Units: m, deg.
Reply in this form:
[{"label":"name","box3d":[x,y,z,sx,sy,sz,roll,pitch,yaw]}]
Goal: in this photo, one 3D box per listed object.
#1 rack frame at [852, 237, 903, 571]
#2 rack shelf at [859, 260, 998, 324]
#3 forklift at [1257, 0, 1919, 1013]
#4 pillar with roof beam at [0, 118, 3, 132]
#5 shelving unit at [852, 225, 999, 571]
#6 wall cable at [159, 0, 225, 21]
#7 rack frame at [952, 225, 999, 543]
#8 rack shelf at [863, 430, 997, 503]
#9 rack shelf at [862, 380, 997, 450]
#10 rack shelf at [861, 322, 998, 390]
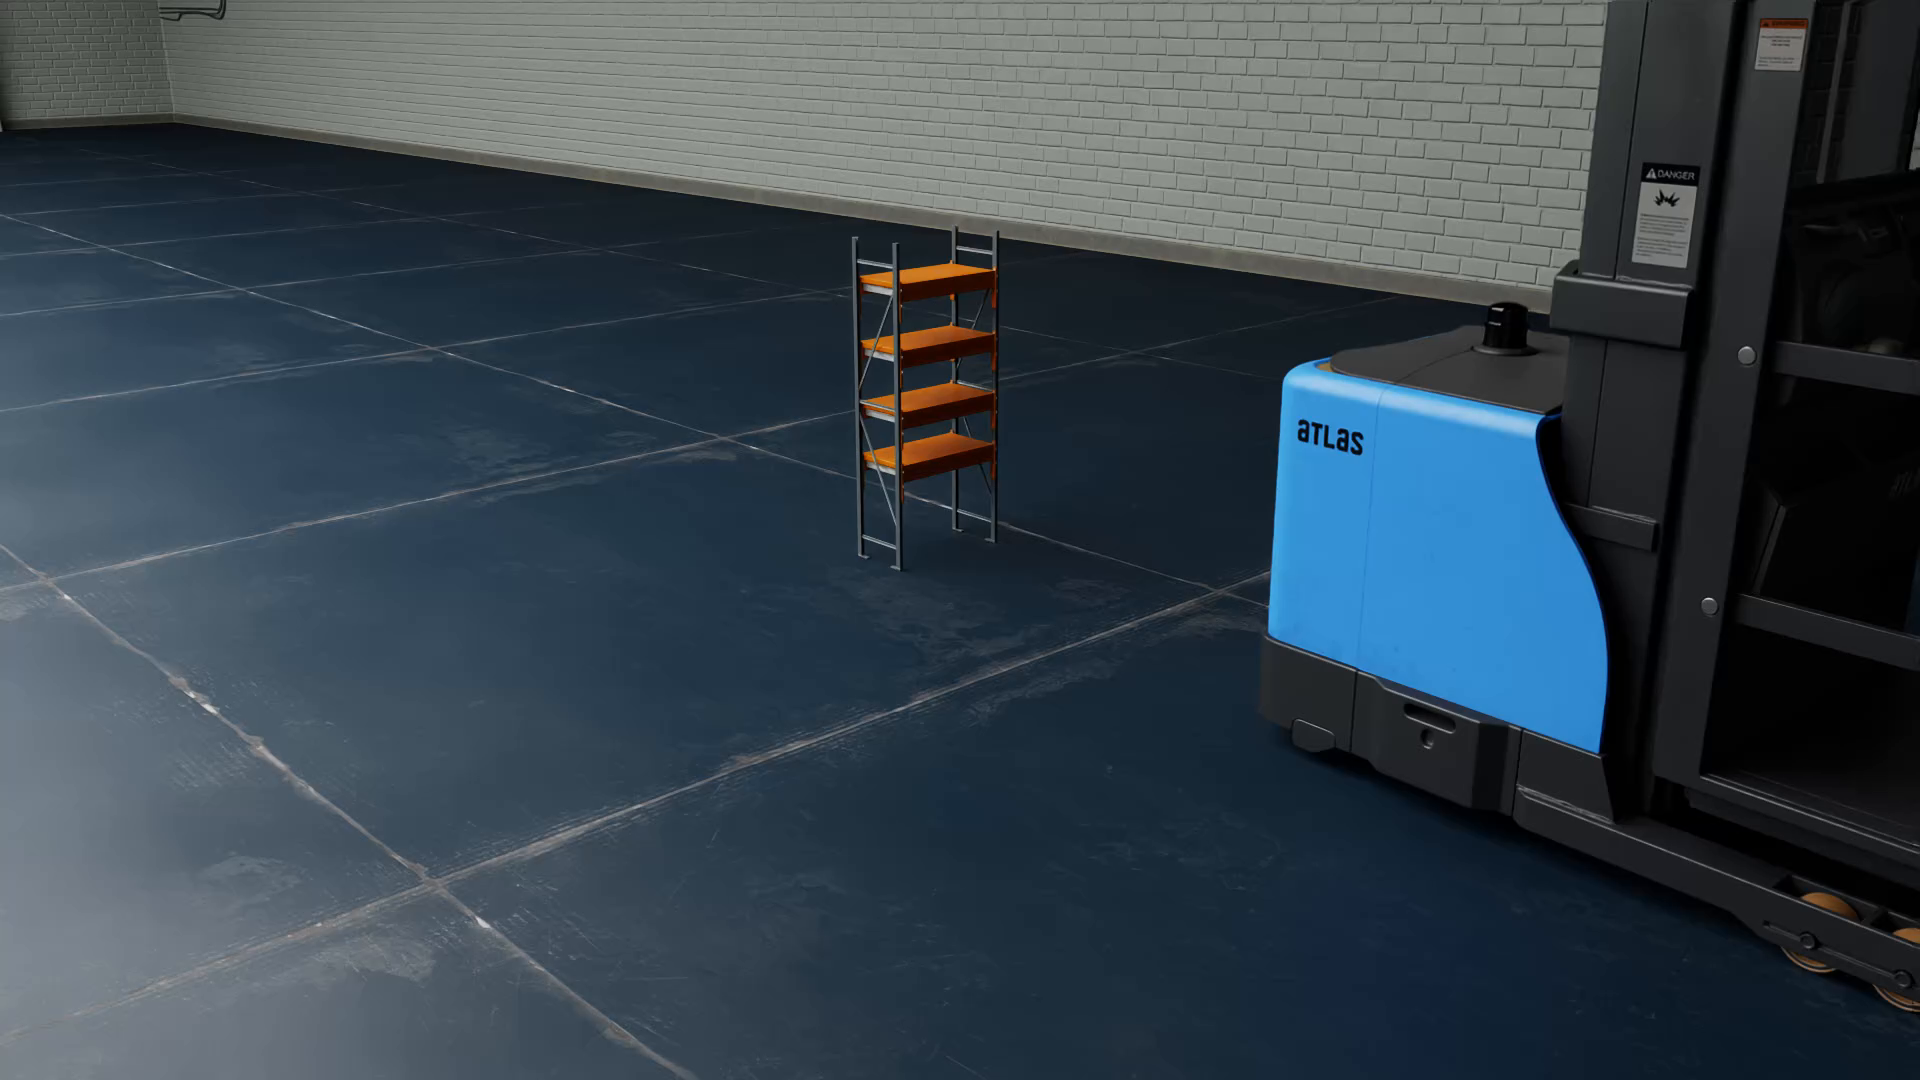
[{"label":"rack frame","box3d":[-0.298,-0.484,6.032,0.015,1.200,0.240,-16,24,-41]},{"label":"rack shelf","box3d":[-0.120,-0.909,6.070,0.480,0.148,0.258,-16,24,-41]},{"label":"forklift","box3d":[2.188,-0.589,3.550,1.130,2.935,3.031,-15,23,-38]},{"label":"pillar with roof beam","box3d":[-12.711,-9.891,22.401,0.400,9.000,9.100,-16,24,-41]},{"label":"shelving unit","box3d":[-0.120,-0.536,6.191,0.503,1.200,0.258,-16,24,-41]},{"label":"wall cable","box3d":[-12.620,-9.707,26.867,0.112,2.526,3.097,-16,24,-41]},{"label":"rack frame","box3d":[0.057,-0.587,6.351,0.015,1.200,0.240,-16,24,-41]},{"label":"rack shelf","box3d":[-0.120,-0.283,6.273,0.480,0.148,0.258,-16,24,-41]},{"label":"rack shelf","box3d":[-0.120,-0.472,6.212,0.480,0.148,0.258,-16,24,-41]},{"label":"rack shelf","box3d":[-0.120,-0.684,6.143,0.480,0.148,0.258,-16,24,-41]}]
